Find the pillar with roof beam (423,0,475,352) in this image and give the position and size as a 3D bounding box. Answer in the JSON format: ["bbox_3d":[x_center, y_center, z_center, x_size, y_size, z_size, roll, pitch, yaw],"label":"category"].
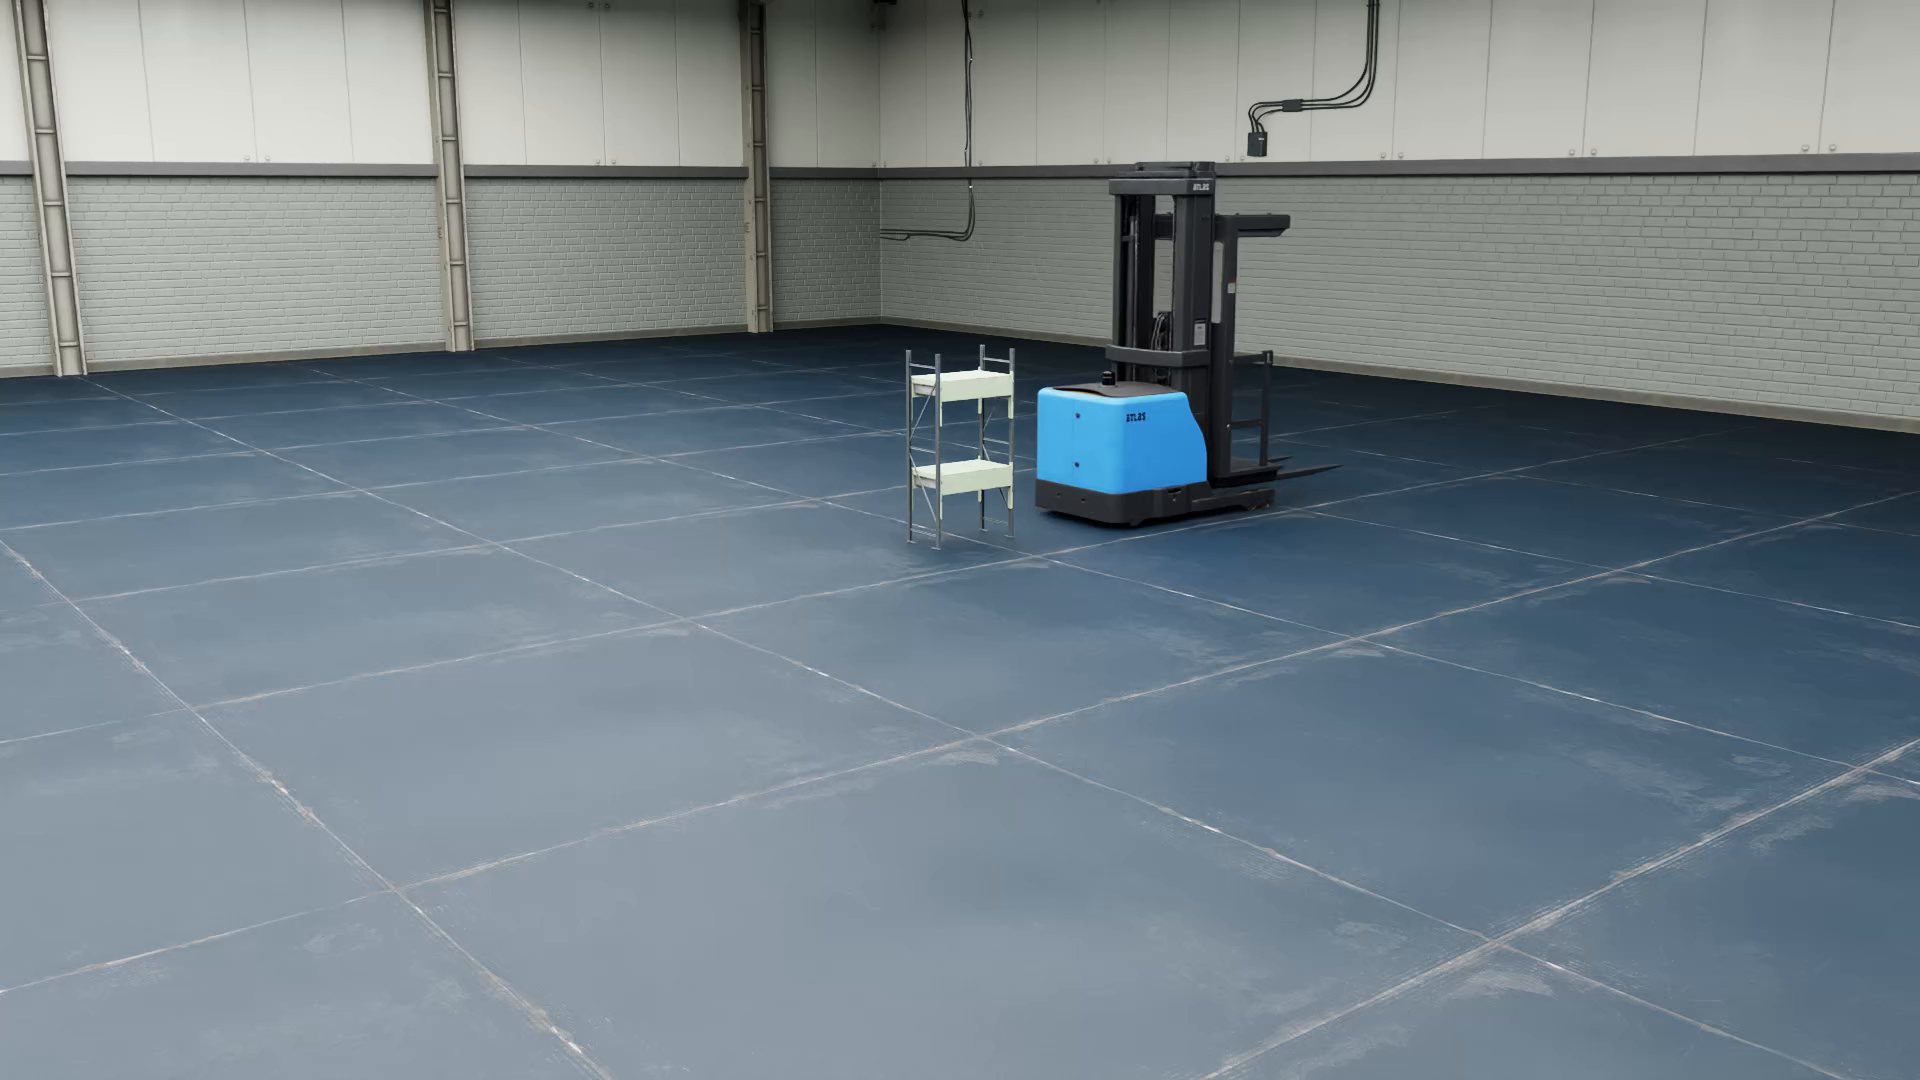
[{"bbox_3d":[-5.844,-6.942,24.159,0.400,9.000,9.100,-9,15,-38],"label":"pillar with roof beam"}]

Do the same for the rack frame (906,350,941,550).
[{"bbox_3d":[-0.281,-0.687,12.753,0.023,1.500,0.400,-9,15,-38],"label":"rack frame"}]

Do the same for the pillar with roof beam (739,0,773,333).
[{"bbox_3d":[-1.158,-7.721,27.825,0.400,9.000,9.100,-9,15,-38],"label":"pillar with roof beam"}]

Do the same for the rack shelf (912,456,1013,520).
[{"bbox_3d":[0.005,-0.416,13.045,0.720,0.370,0.431,-9,15,-38],"label":"rack shelf"}]

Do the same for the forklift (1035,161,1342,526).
[{"bbox_3d":[2.115,-1.767,14.395,3.031,2.935,1.130,-9,15,-37],"label":"forklift"}]

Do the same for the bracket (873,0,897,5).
[{"bbox_3d":[-1.451,-10.484,32.170,0.430,0.232,0.235,-9,15,-38],"label":"bracket"}]

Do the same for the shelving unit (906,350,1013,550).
[{"bbox_3d":[0.003,-0.734,12.975,0.748,1.500,0.431,-9,15,-38],"label":"shelving unit"}]

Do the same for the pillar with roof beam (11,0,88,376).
[{"bbox_3d":[-10.529,-6.164,20.492,0.400,9.000,9.100,-9,15,-38],"label":"pillar with roof beam"}]

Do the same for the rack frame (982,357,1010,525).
[{"bbox_3d":[0.290,-0.782,13.202,0.010,1.308,0.380,-9,15,-38],"label":"rack frame"}]

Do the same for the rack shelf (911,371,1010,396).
[{"bbox_3d":[0.005,-1.212,12.876,0.686,0.124,0.368,-9,15,-38],"label":"rack shelf"}]
